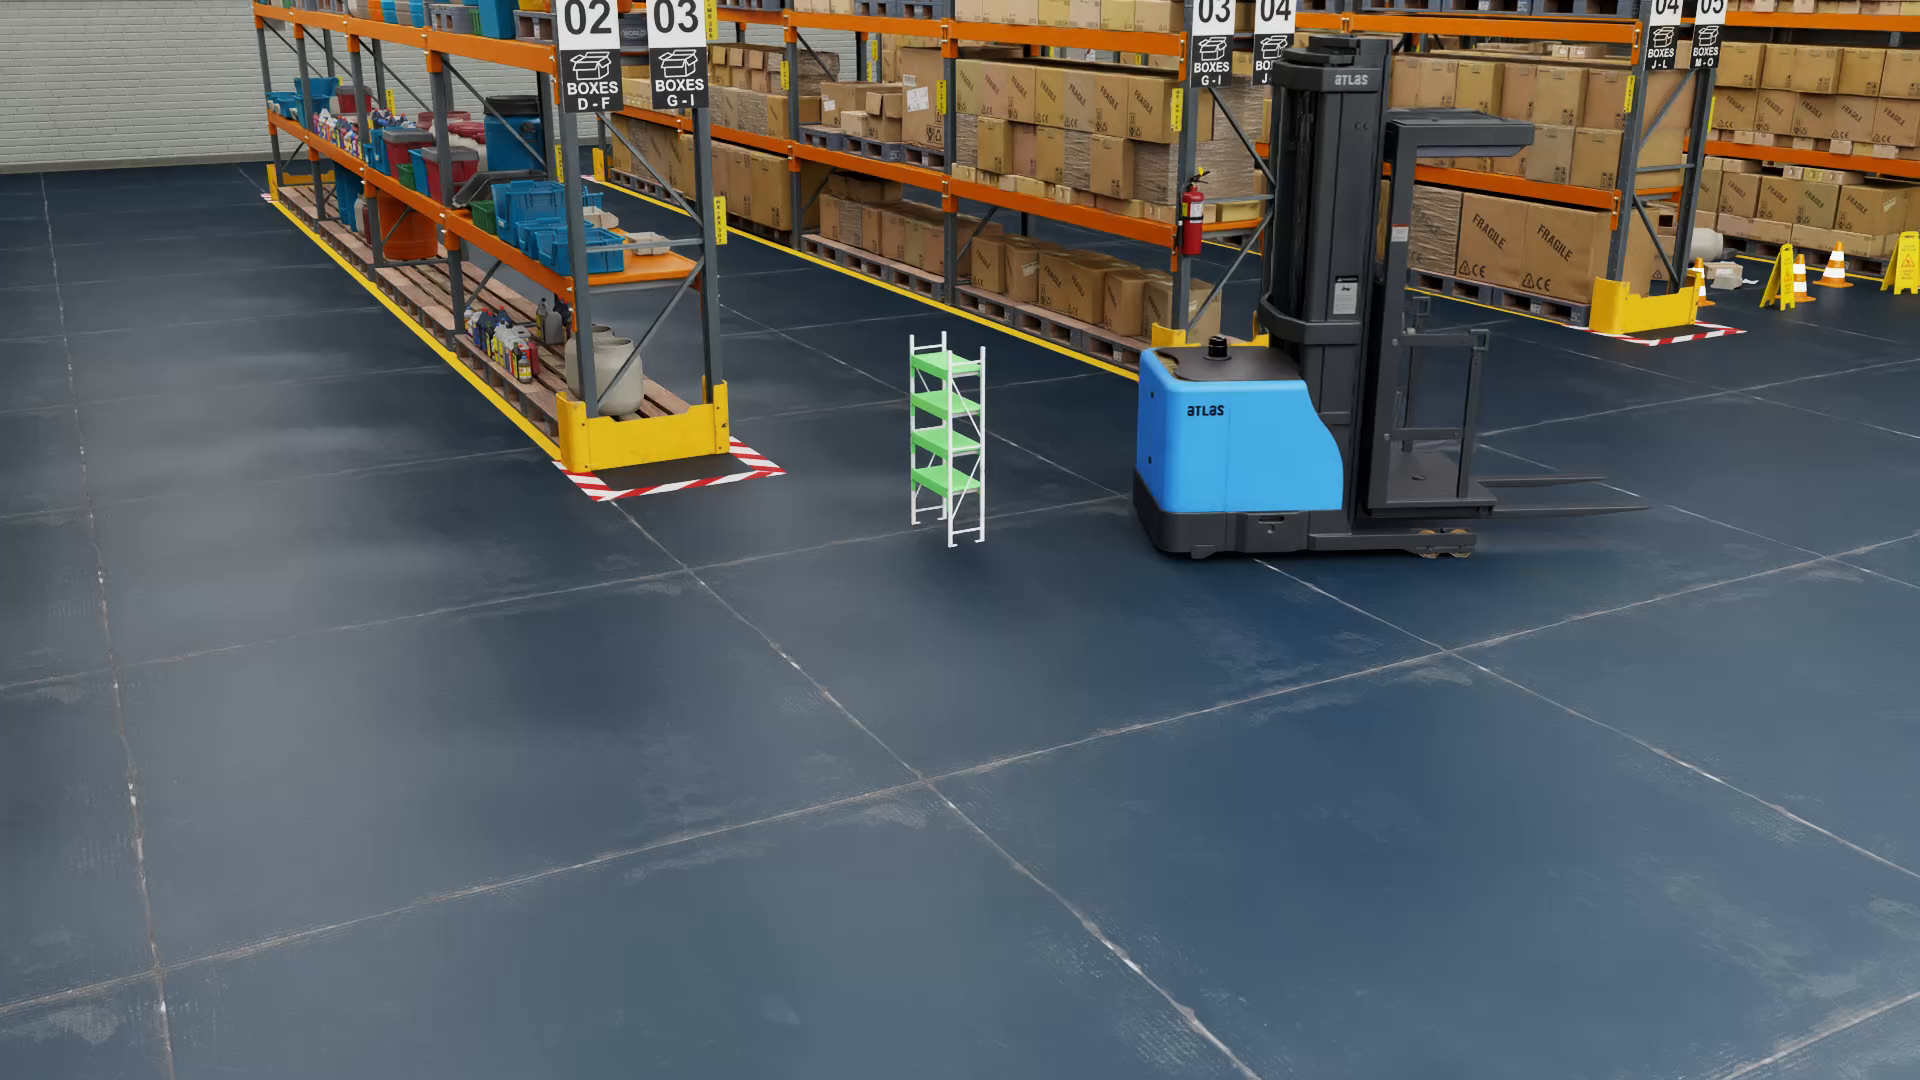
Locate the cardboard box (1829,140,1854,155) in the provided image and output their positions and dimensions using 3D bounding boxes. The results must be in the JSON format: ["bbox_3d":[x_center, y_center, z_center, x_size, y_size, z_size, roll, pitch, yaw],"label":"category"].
[{"bbox_3d":[10.090,-4.457,18.835,0.380,0.149,0.250,-10,21,-26],"label":"cardboard box"}]

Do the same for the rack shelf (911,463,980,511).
[{"bbox_3d":[-0.079,-0.327,10.173,0.258,0.148,0.480,-10,21,-27],"label":"rack shelf"}]

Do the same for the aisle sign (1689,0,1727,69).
[{"bbox_3d":[6.915,-4.759,15.340,0.394,0.787,0.004,-10,21,-27],"label":"aisle sign"}]

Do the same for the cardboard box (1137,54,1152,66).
[{"bbox_3d":[3.568,-8.617,30.353,0.500,0.500,0.500,-10,22,-27],"label":"cardboard box"}]

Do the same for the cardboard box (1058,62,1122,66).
[{"bbox_3d":[1.236,-4.200,15.563,0.500,0.500,0.500,-10,21,-27],"label":"cardboard box"}]

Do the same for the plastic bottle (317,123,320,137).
[{"bbox_3d":[-7.920,-5.109,20.643,0.097,0.201,0.097,0,19,0],"label":"plastic bottle"}]

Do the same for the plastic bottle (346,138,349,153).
[{"bbox_3d":[-6.901,-4.493,18.857,0.097,0.201,0.097,0,19,0],"label":"plastic bottle"}]

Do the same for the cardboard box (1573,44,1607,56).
[{"bbox_3d":[8.507,-6.627,22.491,0.380,0.149,0.250,-9,21,-24],"label":"cardboard box"}]

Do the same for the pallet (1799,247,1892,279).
[{"bbox_3d":[10.535,-3.242,19.205,1.003,0.211,1.213,-10,21,-27],"label":"pallet"}]

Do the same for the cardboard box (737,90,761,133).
[{"bbox_3d":[-2.528,-5.505,21.333,0.500,0.500,0.500,-11,22,-28],"label":"cardboard box"}]

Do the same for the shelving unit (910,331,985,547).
[{"bbox_3d":[-0.079,-0.615,10.073,0.258,1.200,0.503,-10,21,-27],"label":"shelving unit"}]

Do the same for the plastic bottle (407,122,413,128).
[{"bbox_3d":[-6.454,-4.777,19.574,0.097,0.271,0.097,0,19,0],"label":"plastic bottle"}]

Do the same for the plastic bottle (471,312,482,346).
[{"bbox_3d":[-4.111,-1.819,14.305,0.152,0.276,0.135,-9,21,-25],"label":"plastic bottle"}]

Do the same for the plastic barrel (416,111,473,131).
[{"bbox_3d":[-5.467,-4.273,17.706,0.600,0.536,0.708,-10,21,-27],"label":"plastic barrel"}]

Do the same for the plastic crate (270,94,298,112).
[{"bbox_3d":[-9.613,-6.229,23.750,0.416,0.233,0.300,-10,21,-27],"label":"plastic crate"}]

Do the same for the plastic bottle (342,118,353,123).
[{"bbox_3d":[-7.395,-4.950,20.068,0.152,0.276,0.135,-10,21,-27],"label":"plastic bottle"}]

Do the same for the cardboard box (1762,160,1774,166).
[{"bbox_3d":[12.414,-5.882,25.575,0.875,0.625,0.625,-11,22,-29],"label":"cardboard box"}]

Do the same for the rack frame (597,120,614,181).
[{"bbox_3d":[-5.394,-7.358,26.857,1.000,3.000,0.127,-10,21,-27],"label":"rack frame"}]

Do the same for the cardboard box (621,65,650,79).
[{"bbox_3d":[-4.915,-7.311,25.346,0.500,0.500,0.500,-11,22,-28],"label":"cardboard box"}]

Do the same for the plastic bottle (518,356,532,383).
[{"bbox_3d":[-3.413,-1.342,13.039,0.097,0.201,0.097,0,19,0],"label":"plastic bottle"}]

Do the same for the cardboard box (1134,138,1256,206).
[{"bbox_3d":[1.967,-3.115,13.951,0.875,0.500,0.500,-10,21,-27],"label":"cardboard box"}]

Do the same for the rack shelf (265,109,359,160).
[{"bbox_3d":[-8.803,-5.677,23.087,1.077,0.370,4.000,-10,21,-27],"label":"rack shelf"}]

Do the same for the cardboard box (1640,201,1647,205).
[{"bbox_3d":[8.775,-4.555,22.118,0.950,0.372,0.625,-10,21,-26],"label":"cardboard box"}]

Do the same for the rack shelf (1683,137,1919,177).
[{"bbox_3d":[9.976,-4.534,19.776,1.077,0.370,4.000,-10,21,-27],"label":"rack shelf"}]

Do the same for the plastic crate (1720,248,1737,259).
[{"bbox_3d":[9.050,-3.491,20.124,0.583,0.080,0.402,16,25,39],"label":"plastic crate"}]

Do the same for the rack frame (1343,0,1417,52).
[{"bbox_3d":[4.718,-4.653,19.016,1.000,3.000,0.127,-10,21,-27],"label":"rack frame"}]

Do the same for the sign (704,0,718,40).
[{"bbox_3d":[-1.669,-3.504,11.076,0.100,0.325,0.005,-10,21,-27],"label":"sign"}]

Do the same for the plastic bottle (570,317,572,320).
[{"bbox_3d":[-3.250,-1.814,14.176,0.144,0.351,0.185,-10,21,-27],"label":"plastic bottle"}]

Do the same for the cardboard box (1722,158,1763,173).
[{"bbox_3d":[9.451,-4.528,20.082,0.380,0.149,0.250,-9,21,-24],"label":"cardboard box"}]

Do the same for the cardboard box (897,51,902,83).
[{"bbox_3d":[-0.734,-7.964,28.003,0.500,0.500,0.500,-10,21,-27],"label":"cardboard box"}]

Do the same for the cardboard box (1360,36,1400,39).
[{"bbox_3d":[6.400,-7.371,25.207,0.500,0.500,0.500,-10,21,-26],"label":"cardboard box"}]

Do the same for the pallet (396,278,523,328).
[{"bbox_3d":[-5.045,-2.398,16.758,1.003,0.211,1.213,-10,21,-27],"label":"pallet"}]

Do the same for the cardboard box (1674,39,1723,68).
[{"bbox_3d":[9.044,-5.949,20.631,0.700,0.500,0.500,-10,22,-27],"label":"cardboard box"}]

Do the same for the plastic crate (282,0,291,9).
[{"bbox_3d":[-8.320,-6.835,21.068,0.450,0.188,0.662,-10,21,-27],"label":"plastic crate"}]

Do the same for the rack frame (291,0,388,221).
[{"bbox_3d":[-7.853,-5.443,21.306,1.000,3.000,0.127,-10,21,-27],"label":"rack frame"}]

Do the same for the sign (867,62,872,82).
[{"bbox_3d":[-1.122,-5.658,20.277,0.100,0.325,0.005,-10,21,-27],"label":"sign"}]

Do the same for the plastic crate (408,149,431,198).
[{"bbox_3d":[-4.852,-3.407,15.431,0.392,0.384,0.575,-10,21,-27],"label":"plastic crate"}]

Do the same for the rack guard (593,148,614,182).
[{"bbox_3d":[-5.405,-6.183,27.285,1.175,0.500,0.348,-10,21,-27],"label":"rack guard"}]

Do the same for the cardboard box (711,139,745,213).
[{"bbox_3d":[-2.748,-4.967,22.541,1.225,0.875,0.875,-11,22,-29],"label":"cardboard box"}]

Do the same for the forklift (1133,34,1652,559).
[{"bbox_3d":[2.640,-1.447,9.832,3.031,2.935,1.130,-1,19,-4],"label":"forklift"}]

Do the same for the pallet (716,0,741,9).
[{"bbox_3d":[-2.481,-6.888,21.184,1.003,0.211,1.213,-9,21,-24],"label":"pallet"}]

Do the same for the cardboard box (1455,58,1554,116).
[{"bbox_3d":[5.620,-4.656,17.140,0.875,0.550,0.500,-10,21,-27],"label":"cardboard box"}]

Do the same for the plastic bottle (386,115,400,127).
[{"bbox_3d":[-6.676,-4.828,19.600,0.144,0.351,0.185,-10,21,-27],"label":"plastic bottle"}]

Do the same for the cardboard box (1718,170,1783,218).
[{"bbox_3d":[9.578,-4.189,20.096,0.500,0.500,0.500,-9,21,-24],"label":"cardboard box"}]

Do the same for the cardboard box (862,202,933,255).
[{"bbox_3d":[-0.709,-3.580,19.065,0.700,0.500,0.500,-8,21,-22],"label":"cardboard box"}]

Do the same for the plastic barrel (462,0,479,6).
[{"bbox_3d":[-3.676,-4.697,13.135,0.600,0.901,0.708,-10,21,-27],"label":"plastic barrel"}]

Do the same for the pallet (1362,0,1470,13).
[{"bbox_3d":[5.097,-5.792,17.856,1.003,0.211,1.213,-10,21,-27],"label":"pallet"}]

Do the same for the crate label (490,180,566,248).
[{"bbox_3d":[-3.267,-2.501,12.727,0.502,0.435,0.616,-10,21,-27],"label":"crate label"}]

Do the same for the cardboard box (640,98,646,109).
[{"bbox_3d":[-4.538,-6.497,24.746,0.380,0.149,0.250,-10,22,-28],"label":"cardboard box"}]

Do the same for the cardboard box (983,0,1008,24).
[{"bbox_3d":[0.549,-4.941,15.482,0.500,0.250,0.500,-10,22,-27],"label":"cardboard box"}]

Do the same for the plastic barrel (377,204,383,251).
[{"bbox_3d":[-6.548,-3.603,19.145,0.421,0.512,0.421,0,19,0],"label":"plastic barrel"}]

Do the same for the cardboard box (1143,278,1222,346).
[{"bbox_3d":[1.922,-1.964,14.413,0.500,0.500,0.500,-6,20,-17],"label":"cardboard box"}]

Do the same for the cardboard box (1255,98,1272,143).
[{"bbox_3d":[3.755,-5.098,20.155,0.500,0.500,0.500,-10,21,-26],"label":"cardboard box"}]

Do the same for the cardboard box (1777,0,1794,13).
[{"bbox_3d":[9.691,-6.177,19.219,0.380,0.149,0.250,-10,21,-26],"label":"cardboard box"}]

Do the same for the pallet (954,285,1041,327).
[{"bbox_3d":[0.655,-2.408,16.786,1.003,0.211,1.213,-10,21,-27],"label":"pallet"}]

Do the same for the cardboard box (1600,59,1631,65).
[{"bbox_3d":[8.605,-5.932,21.470,0.500,0.500,0.500,-10,22,-28],"label":"cardboard box"}]

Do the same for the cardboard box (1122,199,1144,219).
[{"bbox_3d":[1.605,-2.832,14.125,0.380,0.149,0.250,-10,21,-27],"label":"cardboard box"}]

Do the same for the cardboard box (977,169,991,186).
[{"bbox_3d":[0.392,-3.545,16.192,0.380,0.149,0.250,-10,21,-27],"label":"cardboard box"}]
